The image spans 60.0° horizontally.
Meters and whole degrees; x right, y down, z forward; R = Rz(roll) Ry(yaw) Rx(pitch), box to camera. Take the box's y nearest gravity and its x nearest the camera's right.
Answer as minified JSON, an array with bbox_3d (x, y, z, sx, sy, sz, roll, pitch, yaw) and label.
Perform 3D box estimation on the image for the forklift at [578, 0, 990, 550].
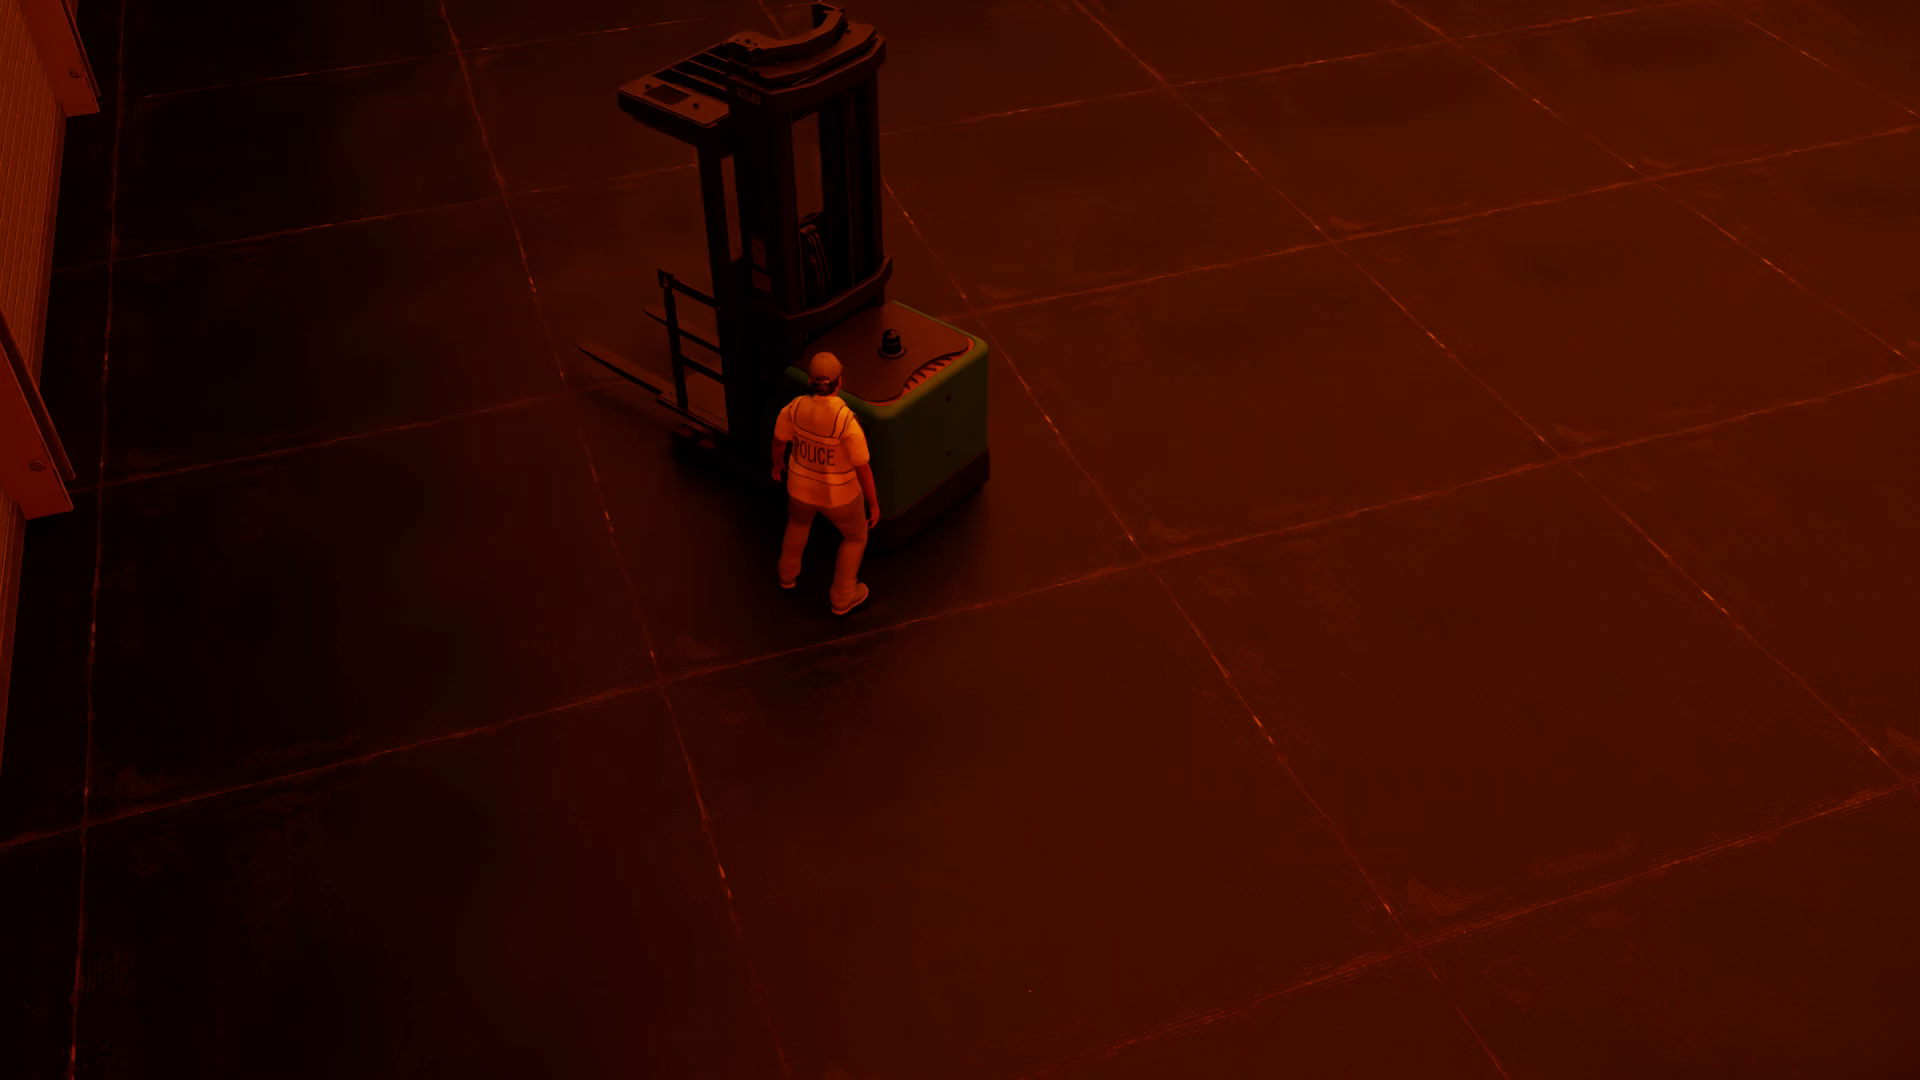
[{"bbox_3d":[-1.271,-1.855,10.206,3.031,2.935,1.130,28,47,29],"label":"forklift"}]

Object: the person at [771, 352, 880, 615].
[{"bbox_3d":[-0.769,-0.325,9.335,0.778,1.638,0.457,16,43,18],"label":"person"}]
